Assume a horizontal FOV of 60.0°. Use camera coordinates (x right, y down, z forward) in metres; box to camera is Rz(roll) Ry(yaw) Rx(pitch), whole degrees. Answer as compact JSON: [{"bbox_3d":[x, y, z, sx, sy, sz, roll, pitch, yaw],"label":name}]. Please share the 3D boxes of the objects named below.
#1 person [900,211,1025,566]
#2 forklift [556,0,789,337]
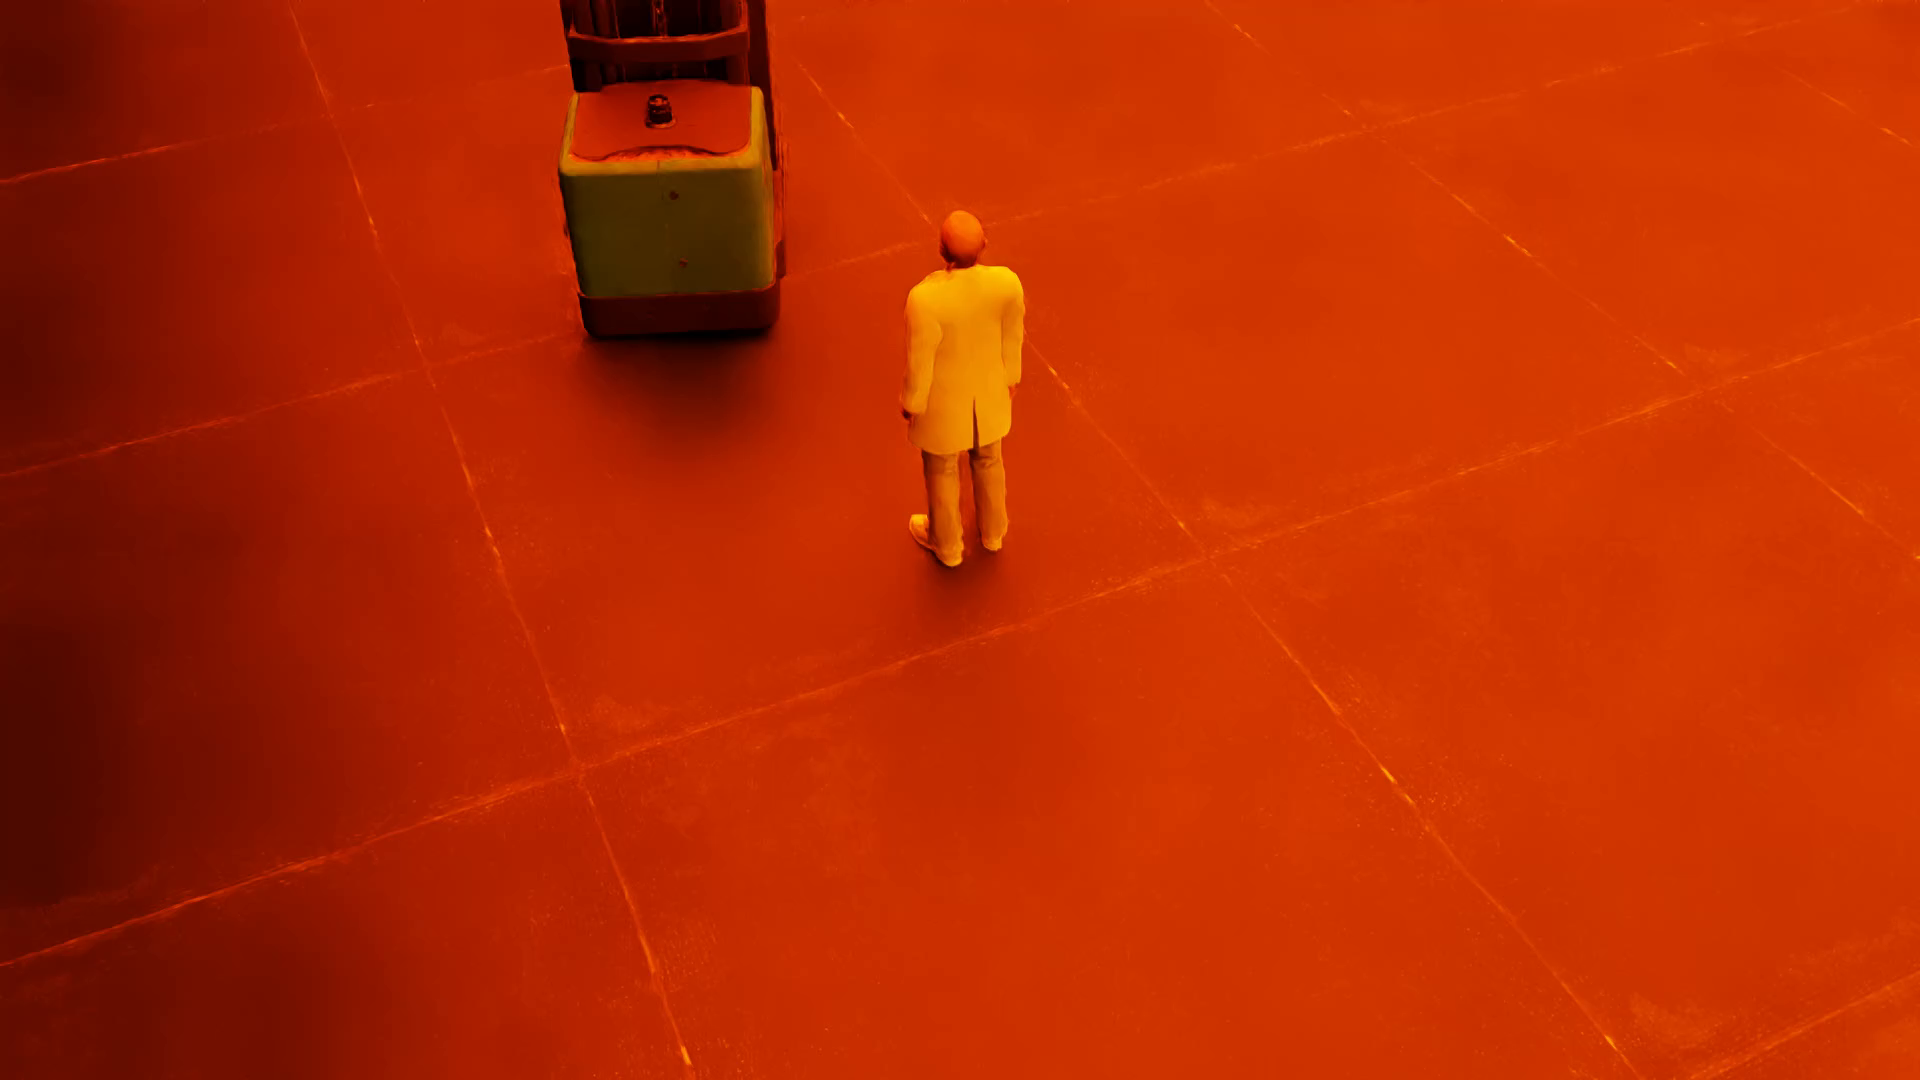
[{"bbox_3d":[-0.013,-0.667,7.237,0.557,1.783,0.376,-18,46,-18],"label":"person"},{"bbox_3d":[-1.652,-3.164,9.070,1.130,2.935,3.031,-5,43,-5],"label":"forklift"}]
